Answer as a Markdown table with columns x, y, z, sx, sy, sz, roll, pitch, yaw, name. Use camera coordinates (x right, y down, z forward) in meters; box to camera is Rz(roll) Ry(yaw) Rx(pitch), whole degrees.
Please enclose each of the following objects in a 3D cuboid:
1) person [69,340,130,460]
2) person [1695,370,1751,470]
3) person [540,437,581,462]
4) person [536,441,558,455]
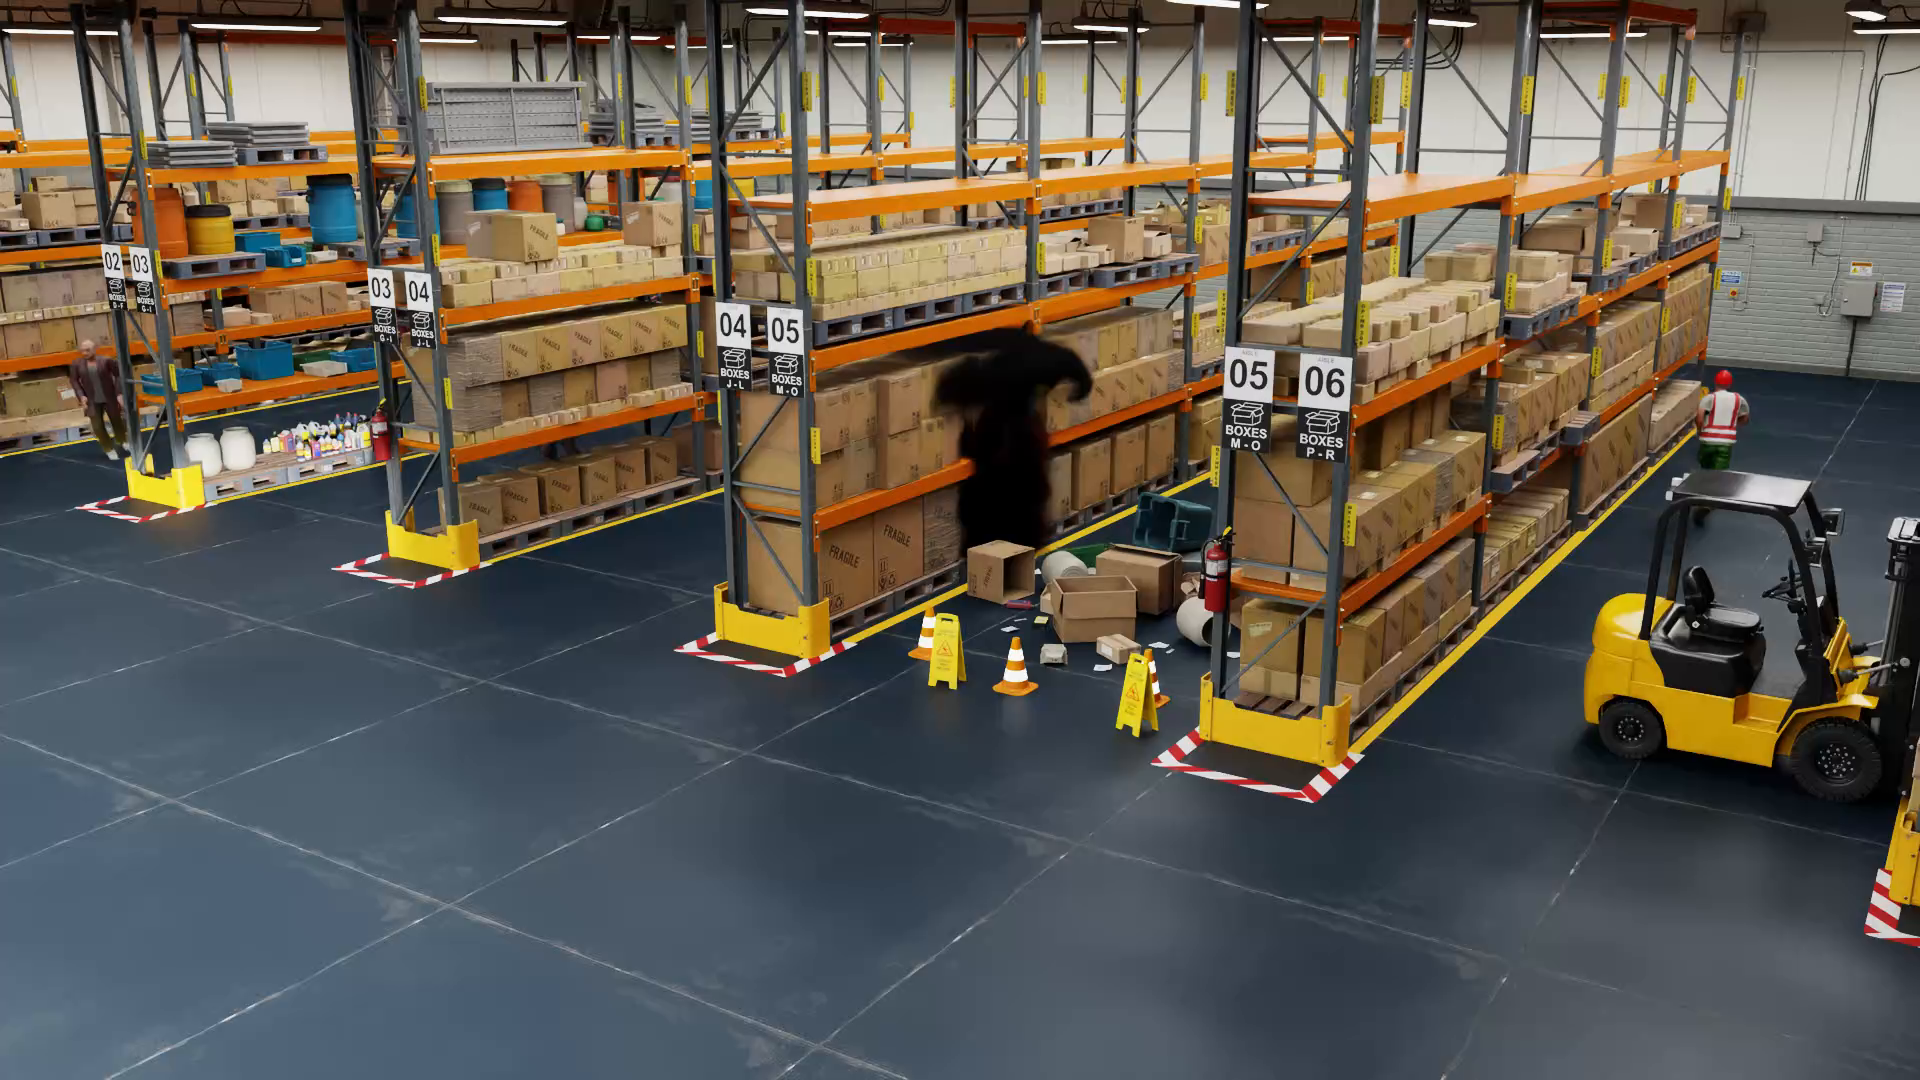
| x | y | z | sx | sy | sz | roll | pitch | yaw | name |
| --- | --- | --- | --- | --- | --- | --- | --- | --- | --- |
| -11.967 | -1.965 | 23.139 | 0.678 | 1.712 | 0.778 | -7 | 17 | -24 | person |
| 9.154 | -1.184 | 20.013 | 0.623 | 1.667 | 0.783 | 6 | 17 | 20 | person |
| -5.300 | -1.591 | 21.803 | 0.632 | 1.574 | 0.786 | 4 | 16 | 15 | person |
| -5.782 | -1.714 | 22.530 | 0.642 | 1.412 | 0.792 | 4 | 16 | 14 | person |
